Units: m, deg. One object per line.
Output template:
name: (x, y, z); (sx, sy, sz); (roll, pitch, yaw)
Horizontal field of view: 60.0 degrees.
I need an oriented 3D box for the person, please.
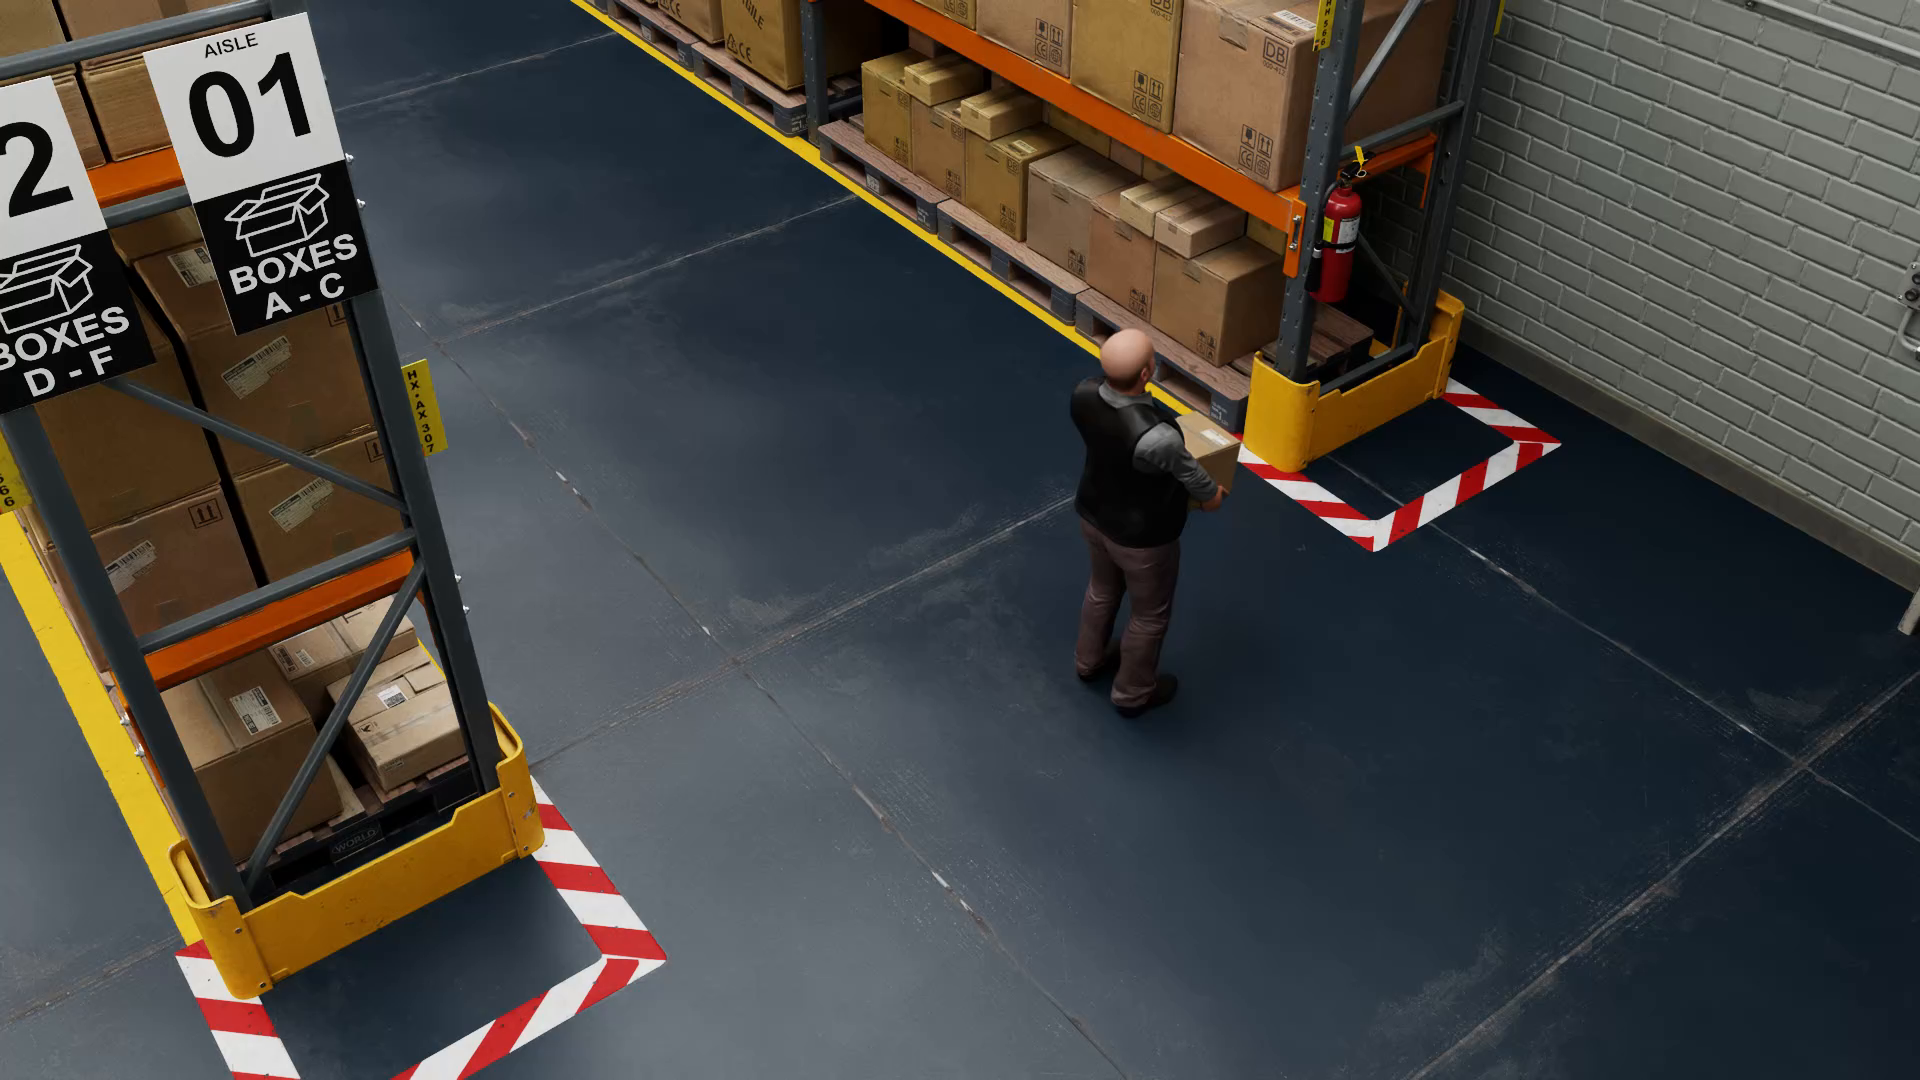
person: (0.709, -0.109, 6.312); (0.539, 1.711, 0.494); (-26, 46, -27)
